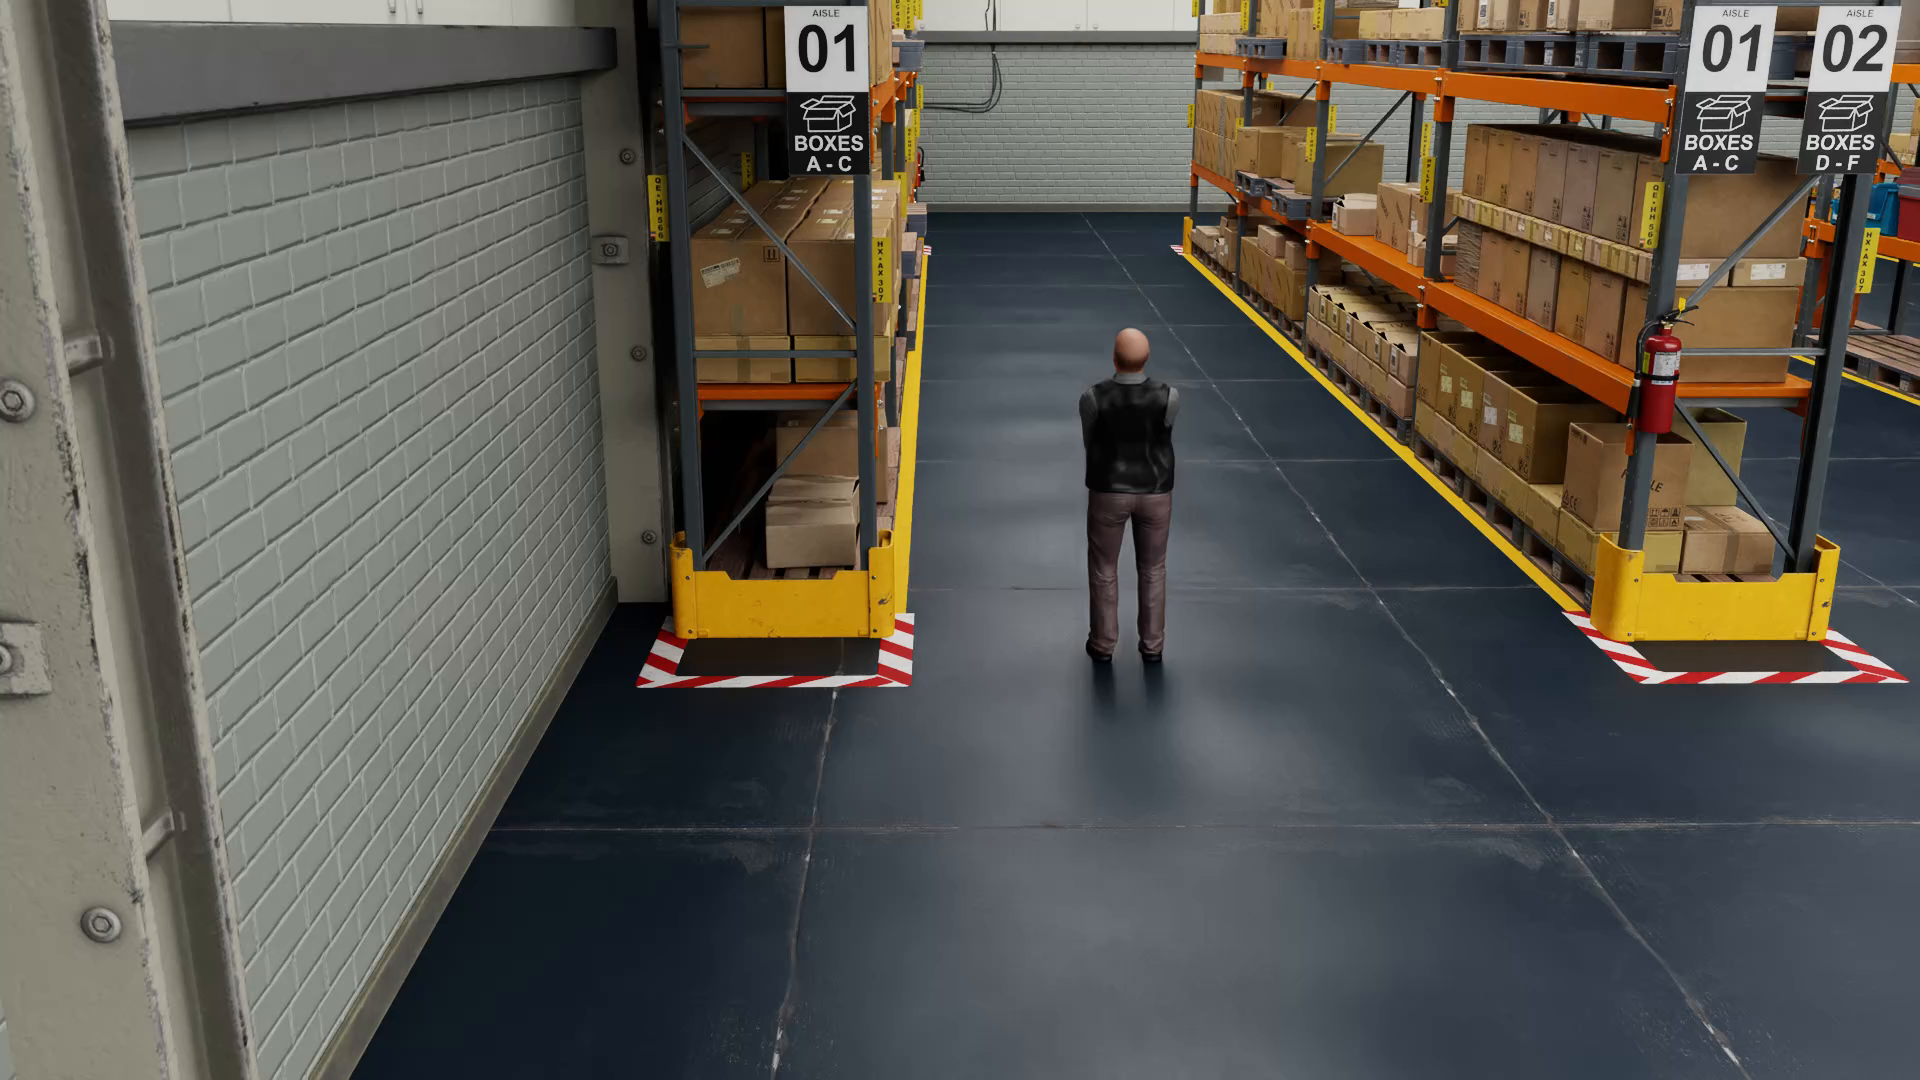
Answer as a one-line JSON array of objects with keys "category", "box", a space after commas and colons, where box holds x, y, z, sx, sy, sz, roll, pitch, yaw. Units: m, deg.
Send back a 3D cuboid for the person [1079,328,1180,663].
[{"category": "person", "box": [0.830, -0.246, 8.407, 0.494, 1.711, 0.560, 0, 17, 0]}]
